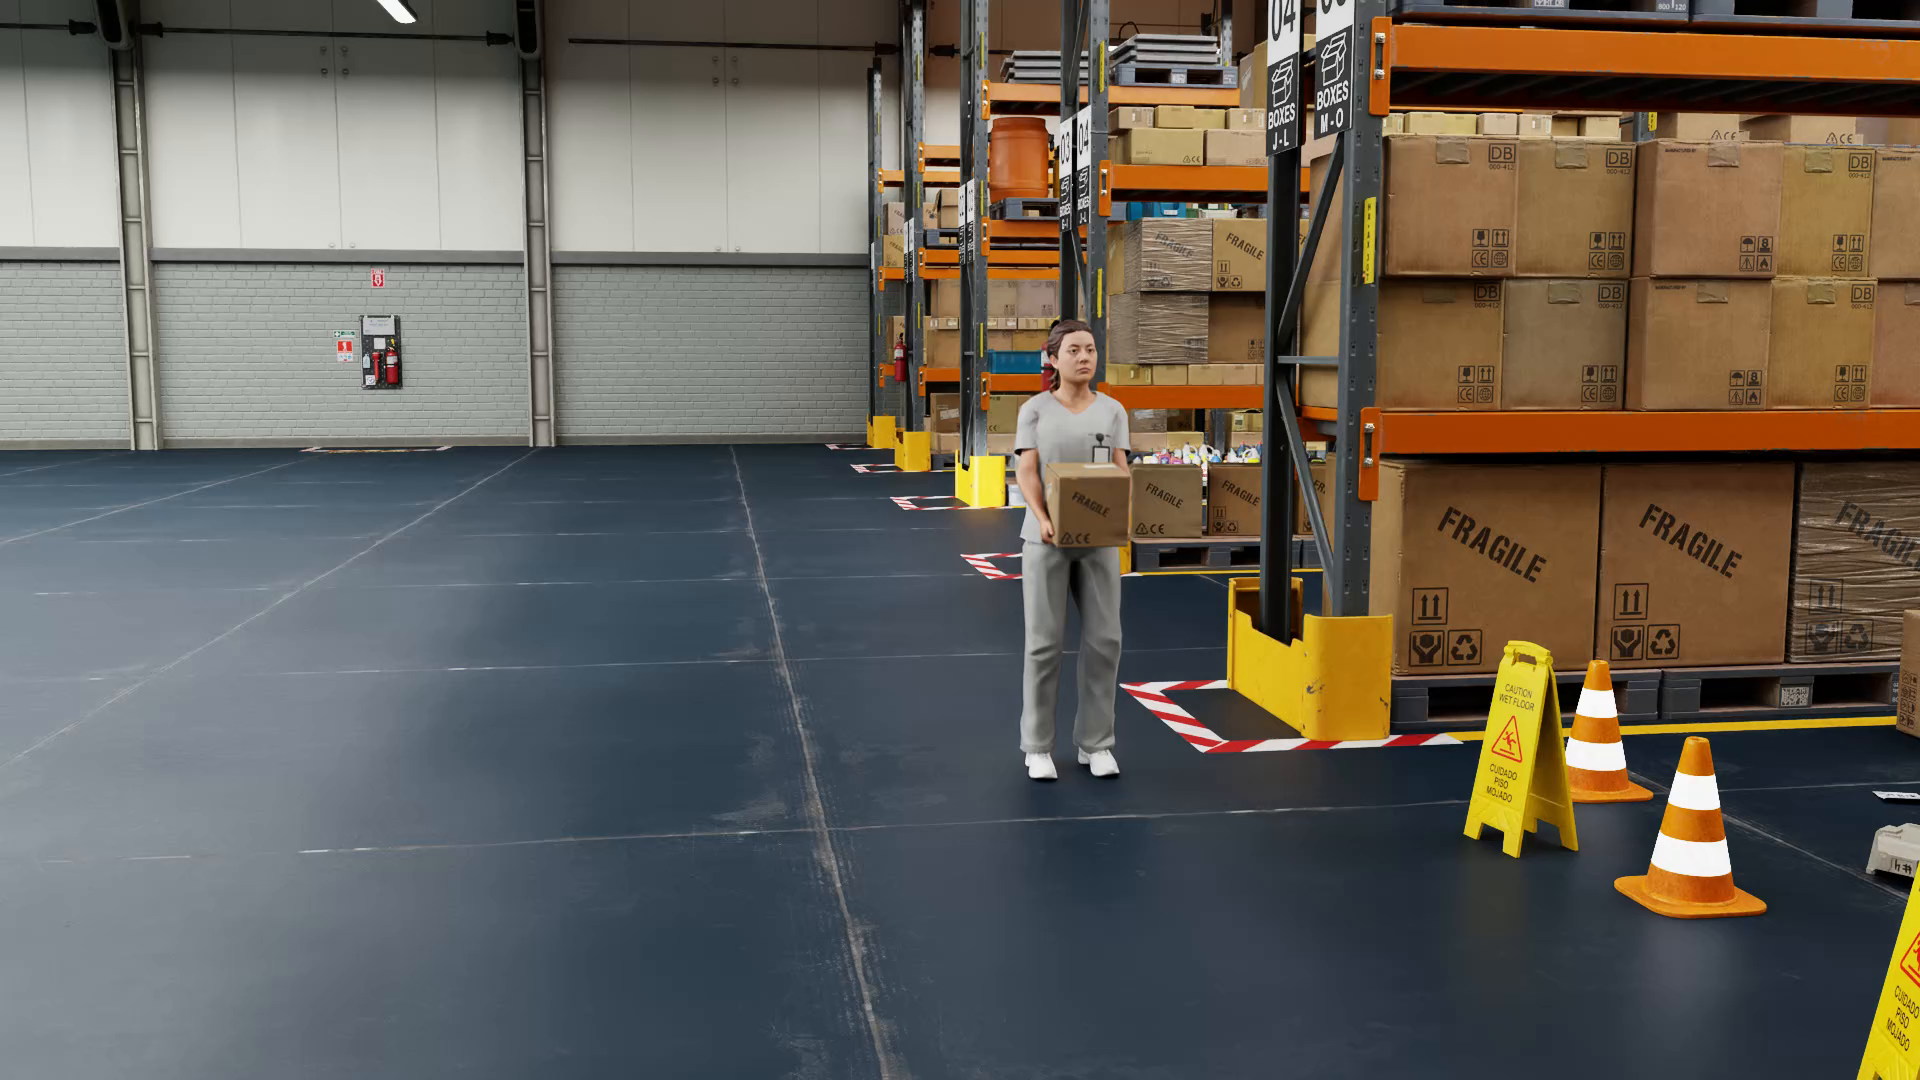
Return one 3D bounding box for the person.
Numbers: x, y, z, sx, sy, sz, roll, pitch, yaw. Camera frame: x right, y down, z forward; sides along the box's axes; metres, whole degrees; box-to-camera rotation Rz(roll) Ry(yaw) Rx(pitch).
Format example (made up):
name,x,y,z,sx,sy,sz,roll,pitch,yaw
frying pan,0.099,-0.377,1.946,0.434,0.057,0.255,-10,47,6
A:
name,x,y,z,sx,sy,sz,roll,pitch,yaw
person,0.419,0.037,6.042,0.436,1.664,0.558,-1,7,-8
